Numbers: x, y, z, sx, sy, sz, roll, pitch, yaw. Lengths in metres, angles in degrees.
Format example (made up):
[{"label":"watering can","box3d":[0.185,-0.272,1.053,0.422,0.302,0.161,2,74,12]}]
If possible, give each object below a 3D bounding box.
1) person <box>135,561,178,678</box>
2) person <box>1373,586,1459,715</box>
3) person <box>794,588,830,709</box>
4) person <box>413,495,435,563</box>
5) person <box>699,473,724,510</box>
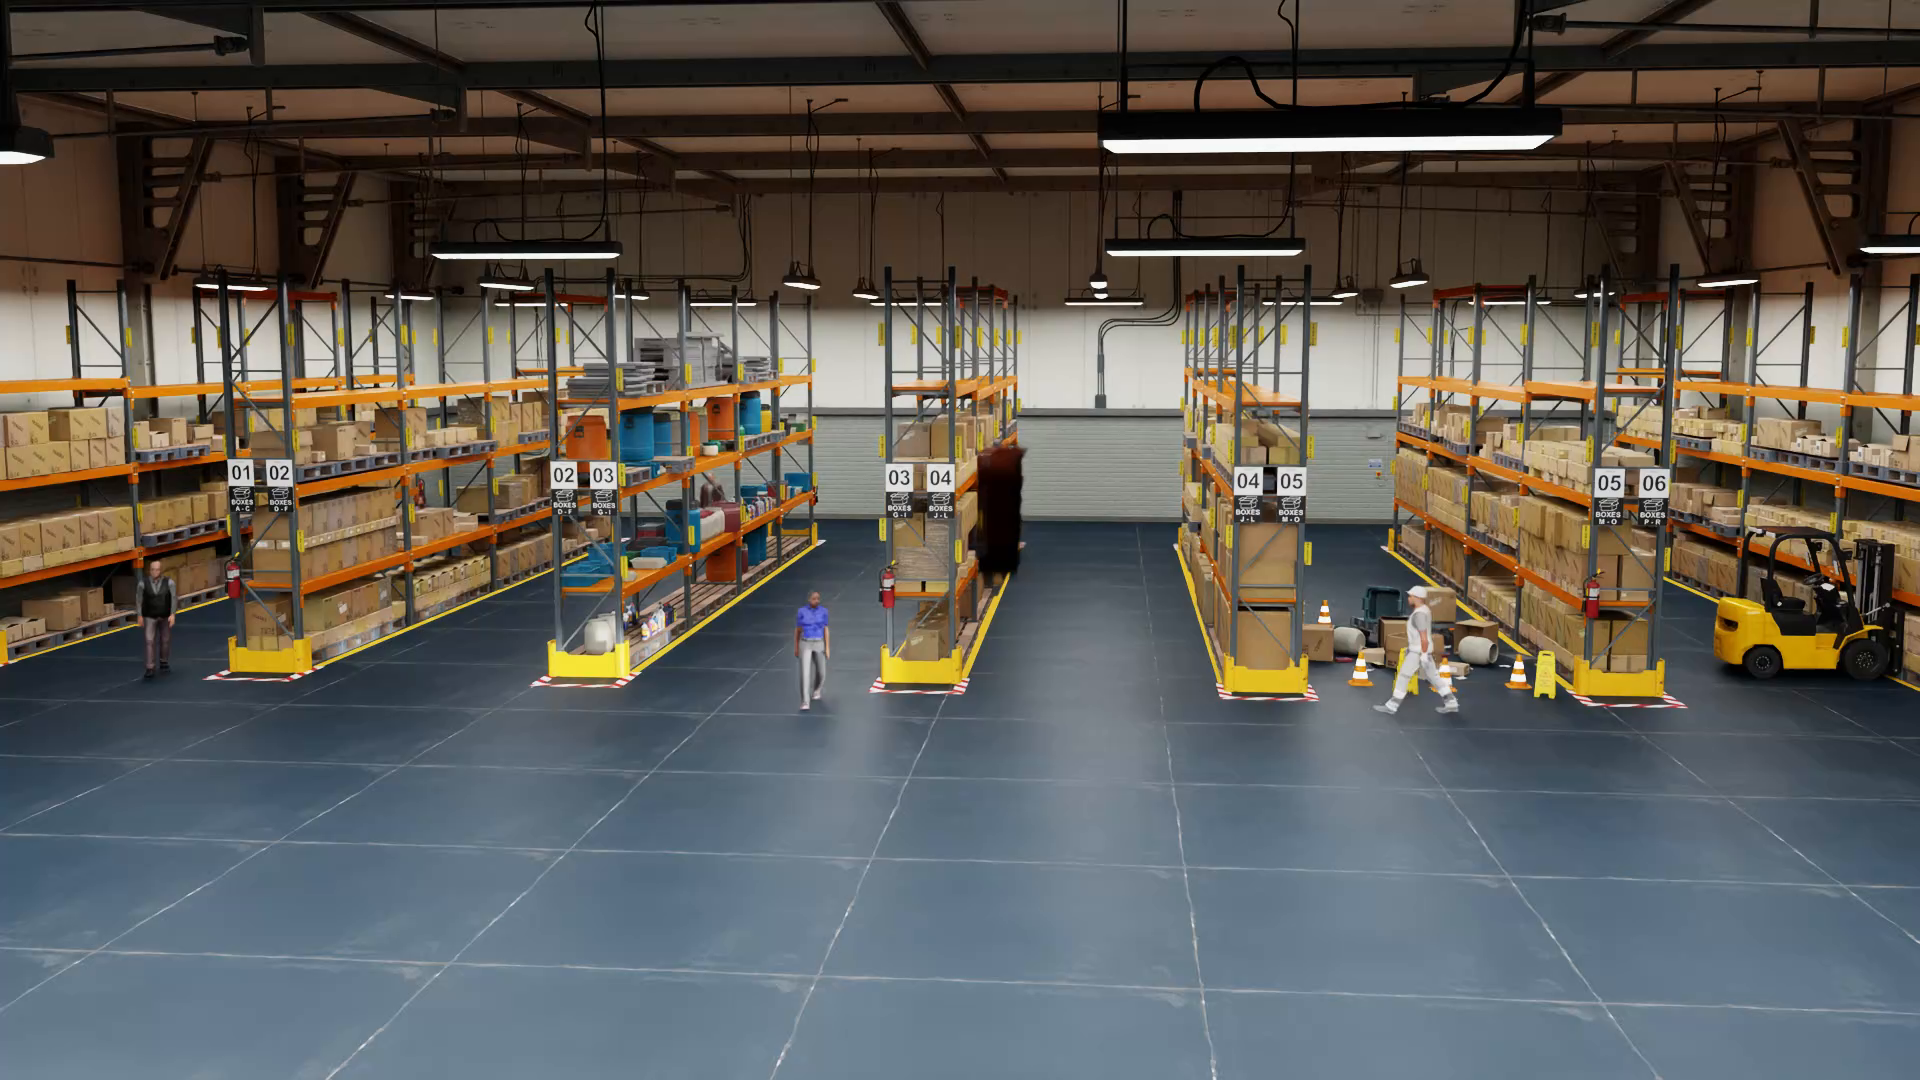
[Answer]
[{"label":"person","box3d":[-11.928,1.149,24.729,0.558,1.665,0.987,-4,8,-31]},{"label":"person","box3d":[6.059,1.470,22.005,1.092,1.737,0.543,2,7,19]},{"label":"person","box3d":[-2.028,1.451,22.672,0.470,1.628,0.815,-2,7,-17]},{"label":"person","box3d":[-11.800,-0.215,36.490,0.451,1.540,0.972,0,7,3]},{"label":"person","box3d":[-6.037,-0.719,40.238,0.682,1.624,1.103,1,7,6]}]
